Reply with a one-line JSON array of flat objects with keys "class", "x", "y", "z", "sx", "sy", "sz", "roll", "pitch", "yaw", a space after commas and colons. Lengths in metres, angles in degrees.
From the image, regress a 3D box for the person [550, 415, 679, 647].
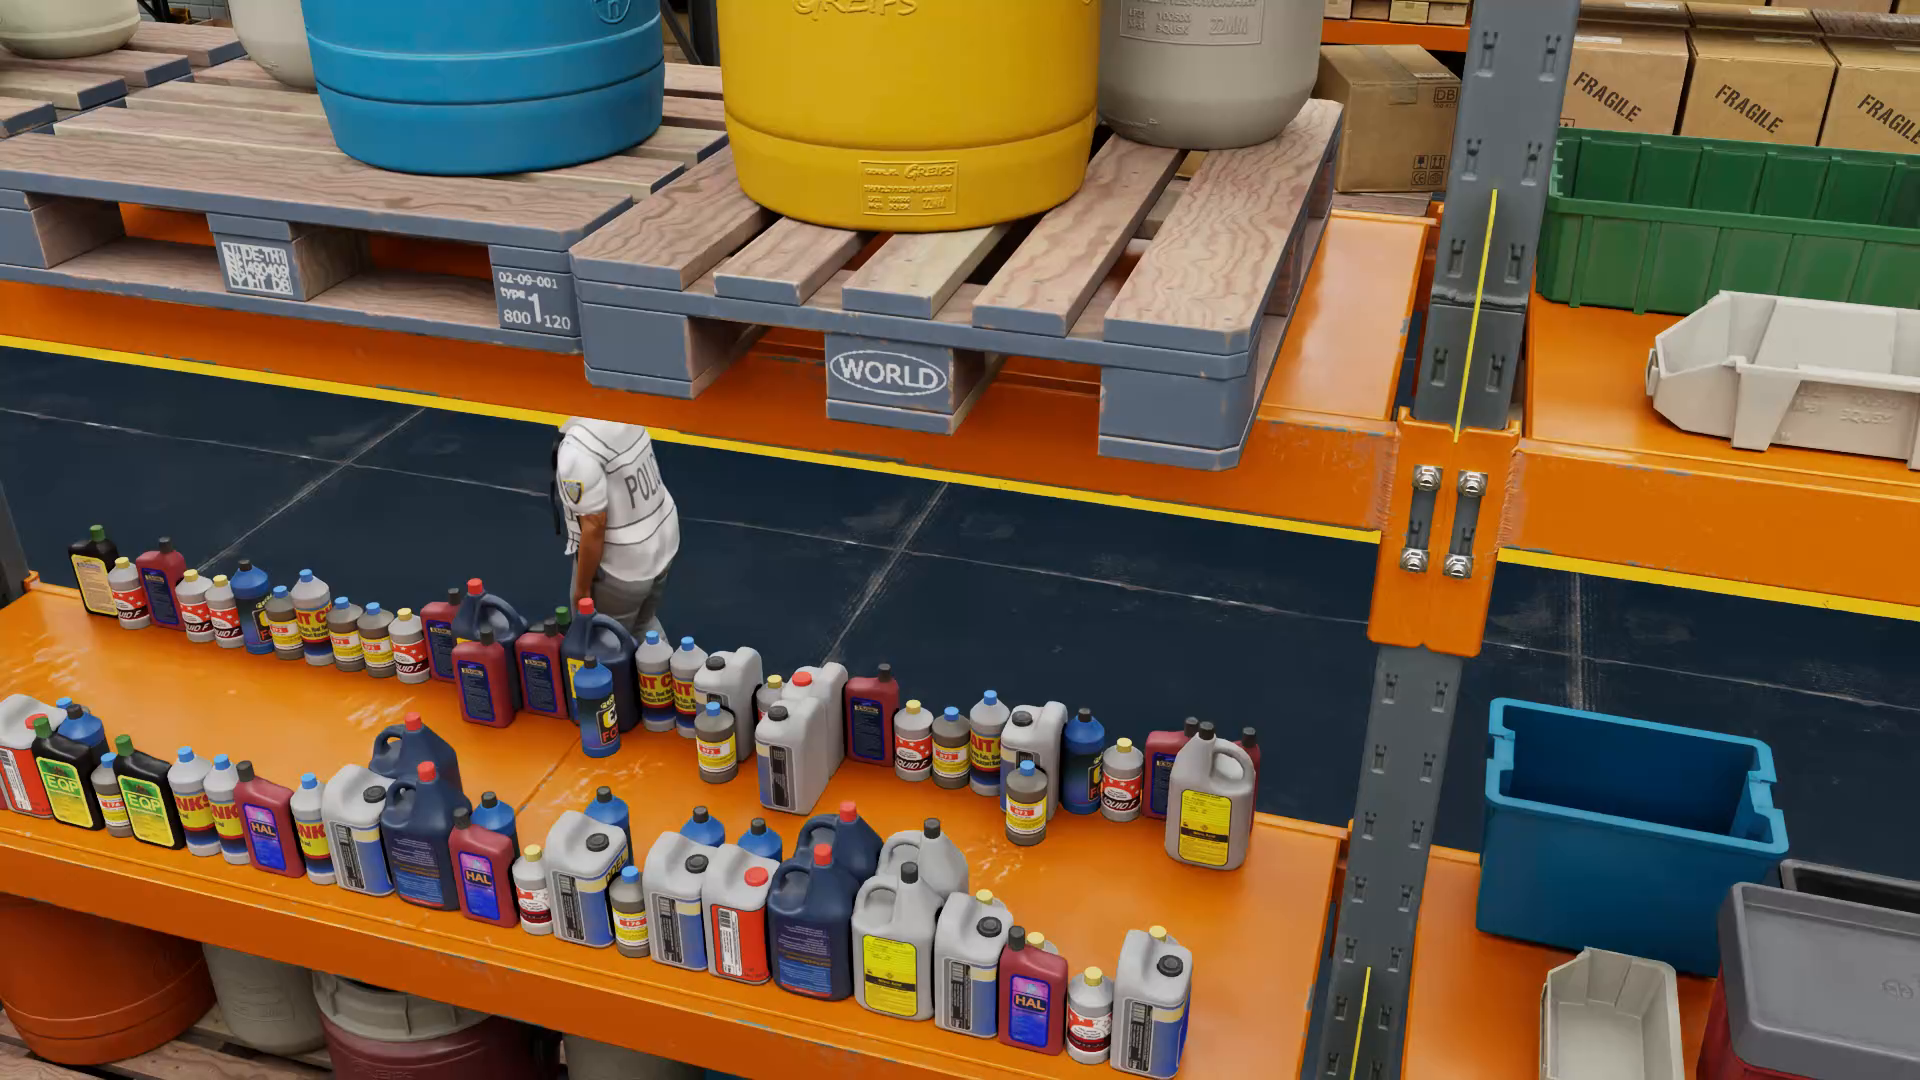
[{"class": "person", "x": -1.273, "y": 0.051, "z": 6.032, "sx": 0.456, "sy": 1.665, "sz": 0.554, "roll": 7, "pitch": 30, "yaw": 12}]
